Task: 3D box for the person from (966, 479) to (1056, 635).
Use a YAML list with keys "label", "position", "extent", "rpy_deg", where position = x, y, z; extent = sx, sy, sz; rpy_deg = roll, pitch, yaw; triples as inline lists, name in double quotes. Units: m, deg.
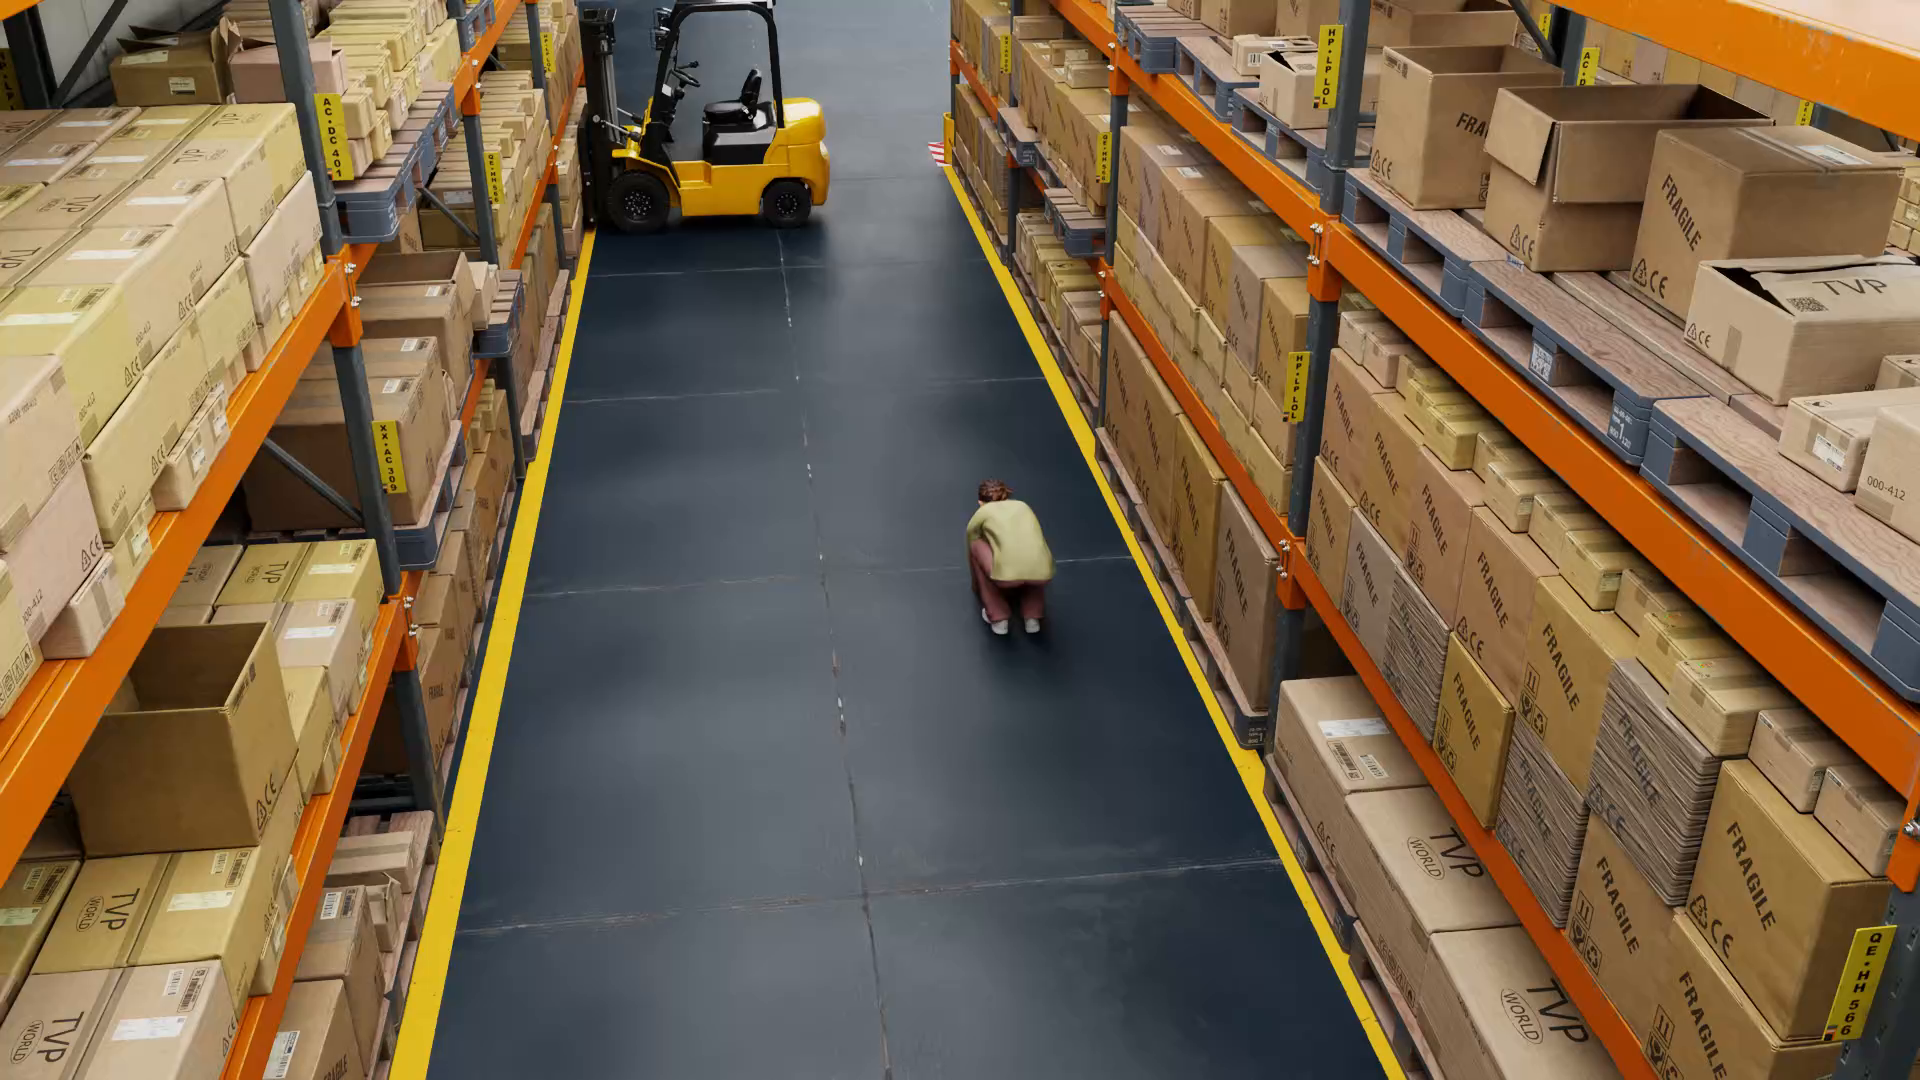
- label: "person"
  position: [0.278, 0.138, 9.473]
  extent: [0.449, 0.706, 0.855]
  rpy_deg: [-4, 28, -8]
